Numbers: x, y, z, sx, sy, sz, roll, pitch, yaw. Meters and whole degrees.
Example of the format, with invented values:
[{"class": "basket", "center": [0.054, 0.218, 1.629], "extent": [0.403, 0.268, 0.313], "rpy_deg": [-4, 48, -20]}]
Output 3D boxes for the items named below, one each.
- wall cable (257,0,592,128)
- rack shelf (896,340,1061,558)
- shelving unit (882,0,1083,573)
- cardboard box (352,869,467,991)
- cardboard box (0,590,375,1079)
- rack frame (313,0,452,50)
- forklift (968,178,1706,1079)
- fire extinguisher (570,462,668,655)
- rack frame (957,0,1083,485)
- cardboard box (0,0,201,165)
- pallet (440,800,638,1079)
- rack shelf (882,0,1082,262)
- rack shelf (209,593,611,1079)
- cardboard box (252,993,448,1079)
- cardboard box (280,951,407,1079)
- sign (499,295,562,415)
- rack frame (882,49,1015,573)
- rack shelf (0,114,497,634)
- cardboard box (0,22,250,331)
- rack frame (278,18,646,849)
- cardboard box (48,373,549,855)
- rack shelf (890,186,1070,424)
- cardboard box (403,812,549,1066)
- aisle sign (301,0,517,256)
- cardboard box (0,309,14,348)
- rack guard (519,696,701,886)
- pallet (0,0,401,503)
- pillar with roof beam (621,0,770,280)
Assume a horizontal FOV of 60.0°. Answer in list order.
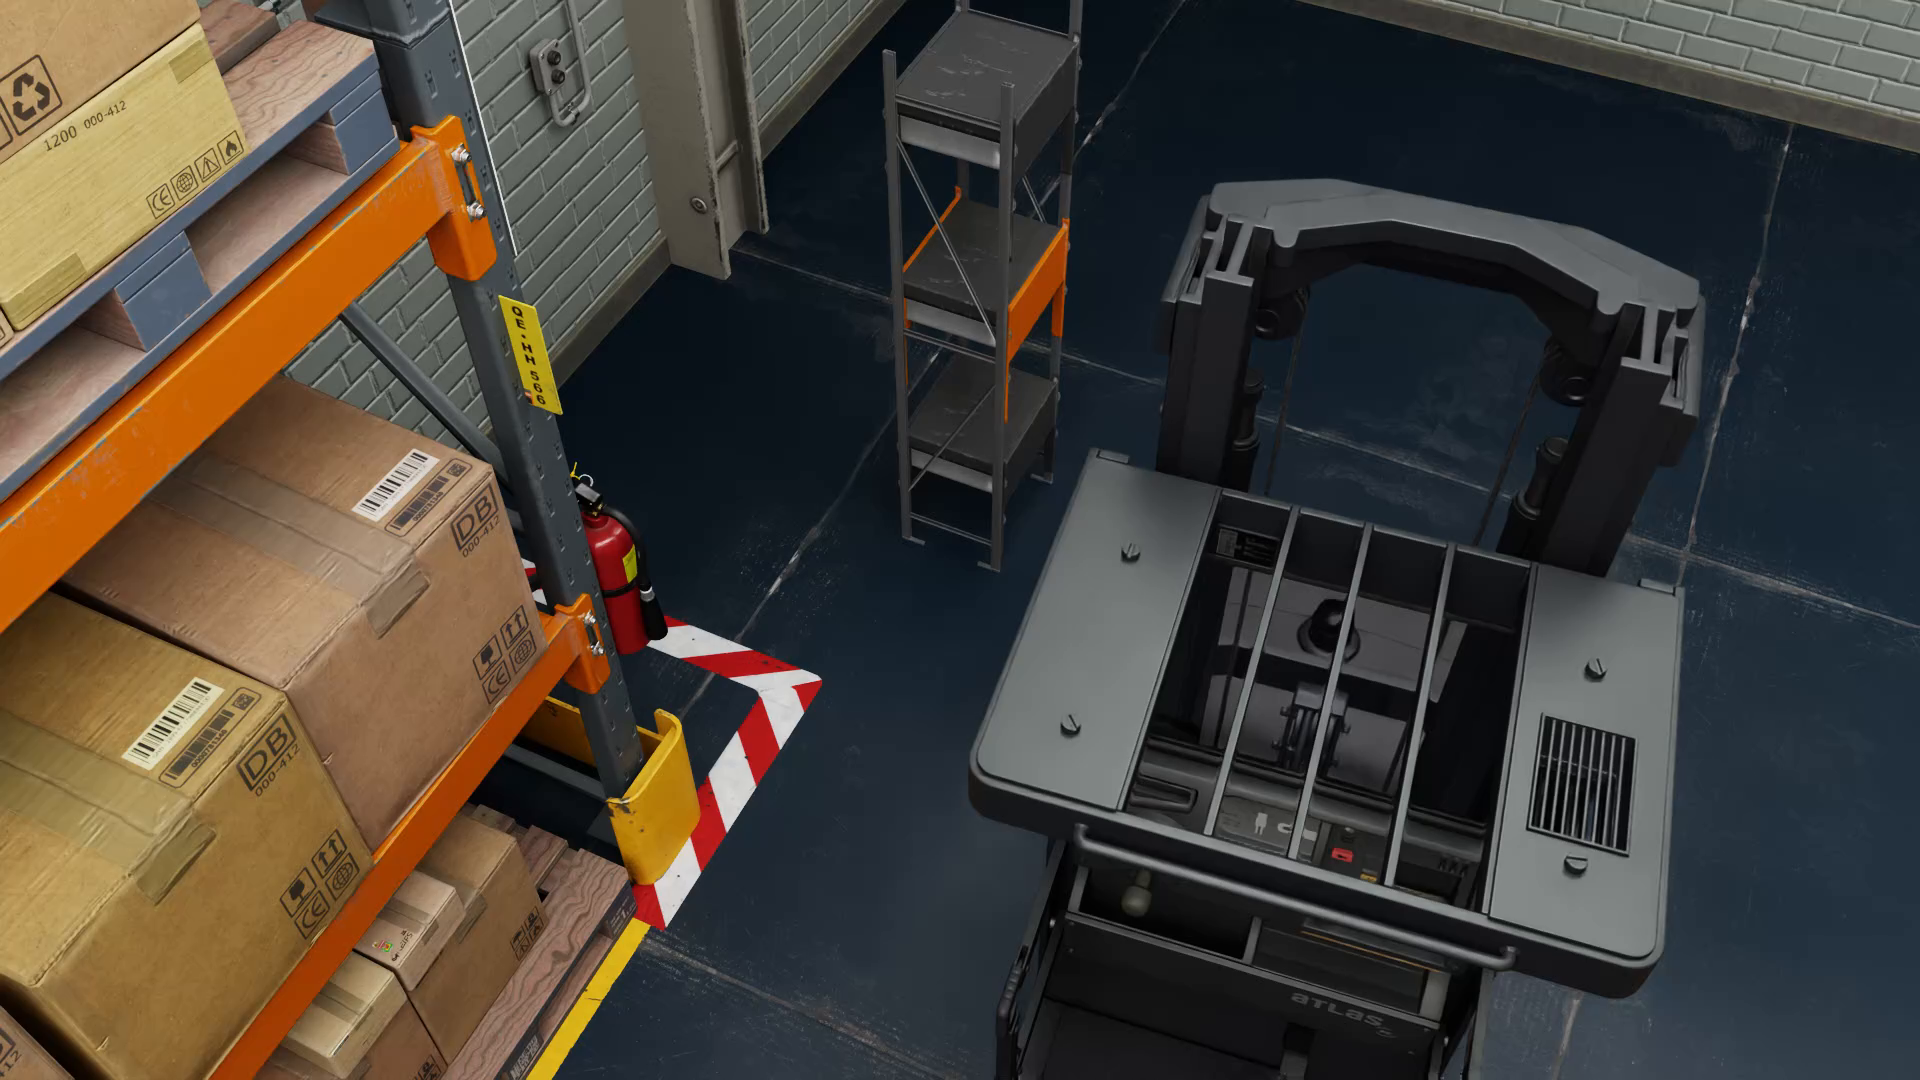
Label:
[{"class": "wall cable", "center": [-1.752, -1.662, 5.028], "extent": [0.084, 1.984, 1.851], "rpy_deg": [20, 52, 16]}, {"class": "rack shelf", "center": [0.071, -0.332, 6.091], "extent": [0.431, 0.518, 0.480], "rpy_deg": [20, 52, 16]}, {"class": "shelving unit", "center": [0.071, -0.794, 5.547], "extent": [0.431, 2.100, 0.503], "rpy_deg": [20, 52, 16]}, {"class": "cardboard box", "center": [-1.543, 0.982, 4.384], "extent": [0.380, 0.149, 0.250], "rpy_deg": [19, 52, 16]}, {"class": "cardboard box", "center": [-1.954, 0.618, 3.557], "extent": [0.980, 0.700, 0.700], "rpy_deg": [19, 52, 16]}, {"class": "rack frame", "center": [-1.444, -2.088, 2.118], "extent": [1.000, 3.000, 0.127], "rpy_deg": [20, 52, 16]}, {"class": "forklift", "center": [0.661, 0.840, 3.611], "extent": [1.130, 2.935, 3.031], "rpy_deg": [14, 51, 12]}, {"class": "fire extinguisher", "center": [-0.962, 0.049, 4.535], "extent": [0.296, 0.674, 0.183], "rpy_deg": [20, 52, 16]}, {"class": "rack frame", "center": [0.175, -0.962, 5.690], "extent": [0.400, 2.100, 0.015], "rpy_deg": [20, 52, 16]}, {"class": "cardboard box", "center": [-1.510, -0.886, 2.329], "extent": [0.500, 0.500, 0.500], "rpy_deg": [20, 52, 16]}, {"class": "pallet", "center": [-1.715, 1.336, 4.975], "extent": [1.003, 0.211, 1.213], "rpy_deg": [20, 52, 16]}, {"class": "rack shelf", "center": [0.071, -1.239, 5.025], "extent": [0.431, 0.518, 0.480], "rpy_deg": [20, 52, 16]}, {"class": "rack shelf", "center": [-2.299, 1.467, 3.505], "extent": [1.077, 0.370, 4.000], "rpy_deg": [20, 52, 16]}, {"class": "cardboard box", "center": [-1.867, 1.390, 4.464], "extent": [0.700, 0.500, 0.500], "rpy_deg": [20, 52, 16]}, {"class": "cardboard box", "center": [-1.651, 1.159, 4.234], "extent": [0.380, 0.149, 0.250], "rpy_deg": [21, 53, 17]}, {"class": "sign", "center": [-0.959, -0.409, 3.713], "extent": [0.100, 0.325, 0.005], "rpy_deg": [20, 52, 16]}, {"class": "rack frame", "center": [-0.034, -0.626, 5.404], "extent": [0.400, 2.100, 0.015], "rpy_deg": [20, 52, 16]}, {"class": "rack shelf", "center": [-2.299, 0.495, 2.362], "extent": [1.077, 0.370, 4.000], "rpy_deg": [20, 52, 16]}, {"class": "cardboard box", "center": [-1.517, -0.645, 2.617], "extent": [0.500, 0.250, 0.500], "rpy_deg": [21, 53, 17]}, {"class": "rack frame", "center": [-1.444, -0.144, 4.403], "extent": [1.000, 3.000, 0.127], "rpy_deg": [20, 52, 16]}, {"class": "cardboard box", "center": [-1.653, 0.114, 3.987], "extent": [0.980, 0.700, 0.700], "rpy_deg": [22, 53, 18]}, {"class": "rack shelf", "center": [0.071, -0.786, 5.558], "extent": [0.431, 0.518, 0.480], "rpy_deg": [20, 52, 16]}, {"class": "cardboard box", "center": [-1.653, 1.045, 4.757], "extent": [0.700, 0.500, 0.500], "rpy_deg": [20, 52, 16]}, {"class": "aisle sign", "center": [-1.142, -0.938, 3.372], "extent": [0.394, 0.787, 0.004], "rpy_deg": [20, 52, 16]}, {"class": "cardboard box", "center": [-1.738, -0.286, 2.311], "extent": [0.500, 0.250, 0.500], "rpy_deg": [18, 52, 15]}, {"class": "rack guard", "center": [-1.434, 0.650, 5.369], "extent": [1.175, 0.500, 0.348], "rpy_deg": [20, 52, 16]}, {"class": "pallet", "center": [-1.752, -0.573, 2.856], "extent": [1.003, 0.211, 1.213], "rpy_deg": [20, 52, 16]}, {"class": "pillar with roof beam", "center": [2.820, -2.828, 2.747], "extent": [9.100, 9.000, 0.400], "rpy_deg": [20, 52, 16]}]
